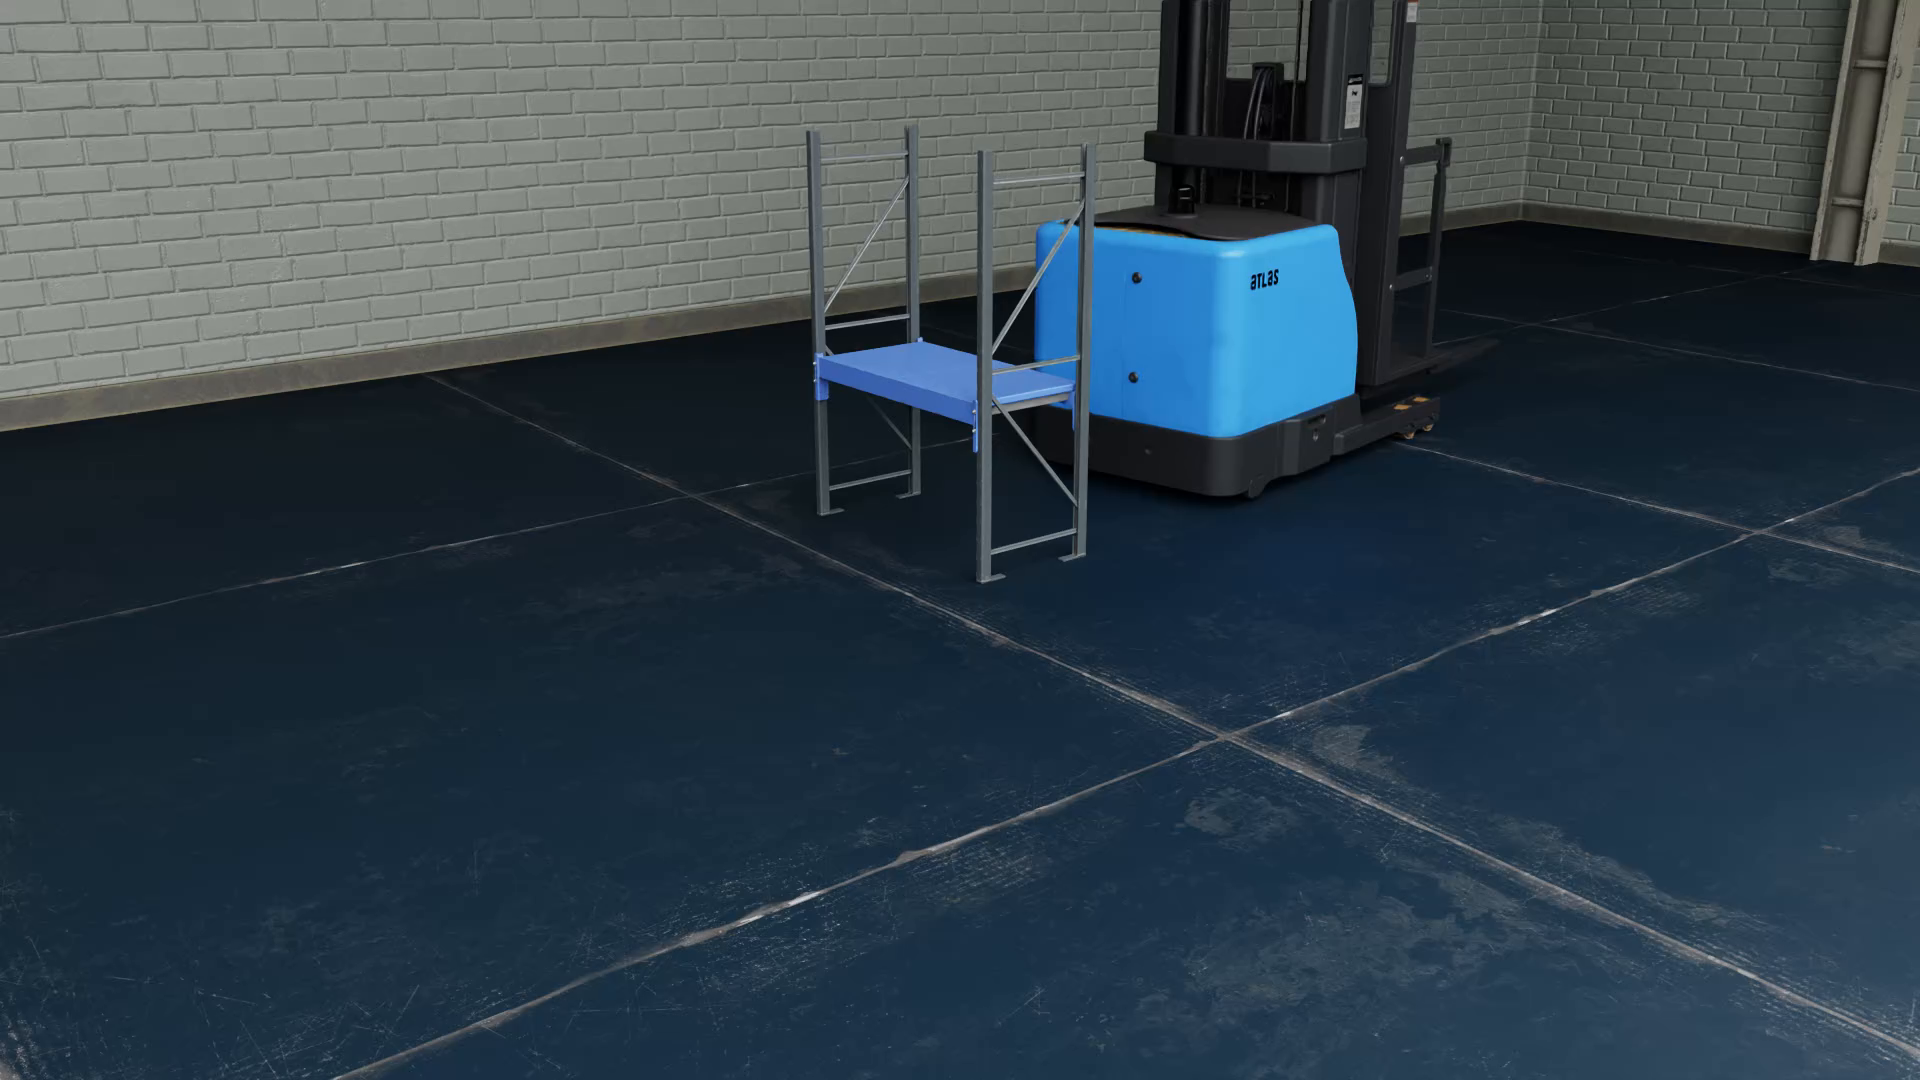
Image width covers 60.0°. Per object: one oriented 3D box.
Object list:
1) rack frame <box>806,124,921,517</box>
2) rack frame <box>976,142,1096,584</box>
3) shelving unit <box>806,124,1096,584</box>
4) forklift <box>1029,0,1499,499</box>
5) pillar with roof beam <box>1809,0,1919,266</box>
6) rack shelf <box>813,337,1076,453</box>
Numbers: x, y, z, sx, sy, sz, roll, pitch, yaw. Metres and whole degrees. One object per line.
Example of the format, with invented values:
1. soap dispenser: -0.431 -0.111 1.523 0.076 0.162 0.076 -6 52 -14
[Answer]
1. rack frame: -0.369 -0.858 6.568 0.500 1.500 0.032 -14 23 -36
2. rack frame: 0.263 -0.608 5.812 0.500 1.500 0.032 -14 23 -36
3. shelving unit: -0.053 -0.733 6.190 0.538 1.500 1.048 -14 23 -36
4. forklift: 1.641 -1.952 7.594 1.130 2.935 3.031 15 24 38
5. pillar with roof beam: 3.492 -5.602 8.966 9.100 9.000 0.400 -14 23 -36
6. rack shelf: -0.053 -0.562 6.247 0.538 0.185 1.000 -14 23 -36
